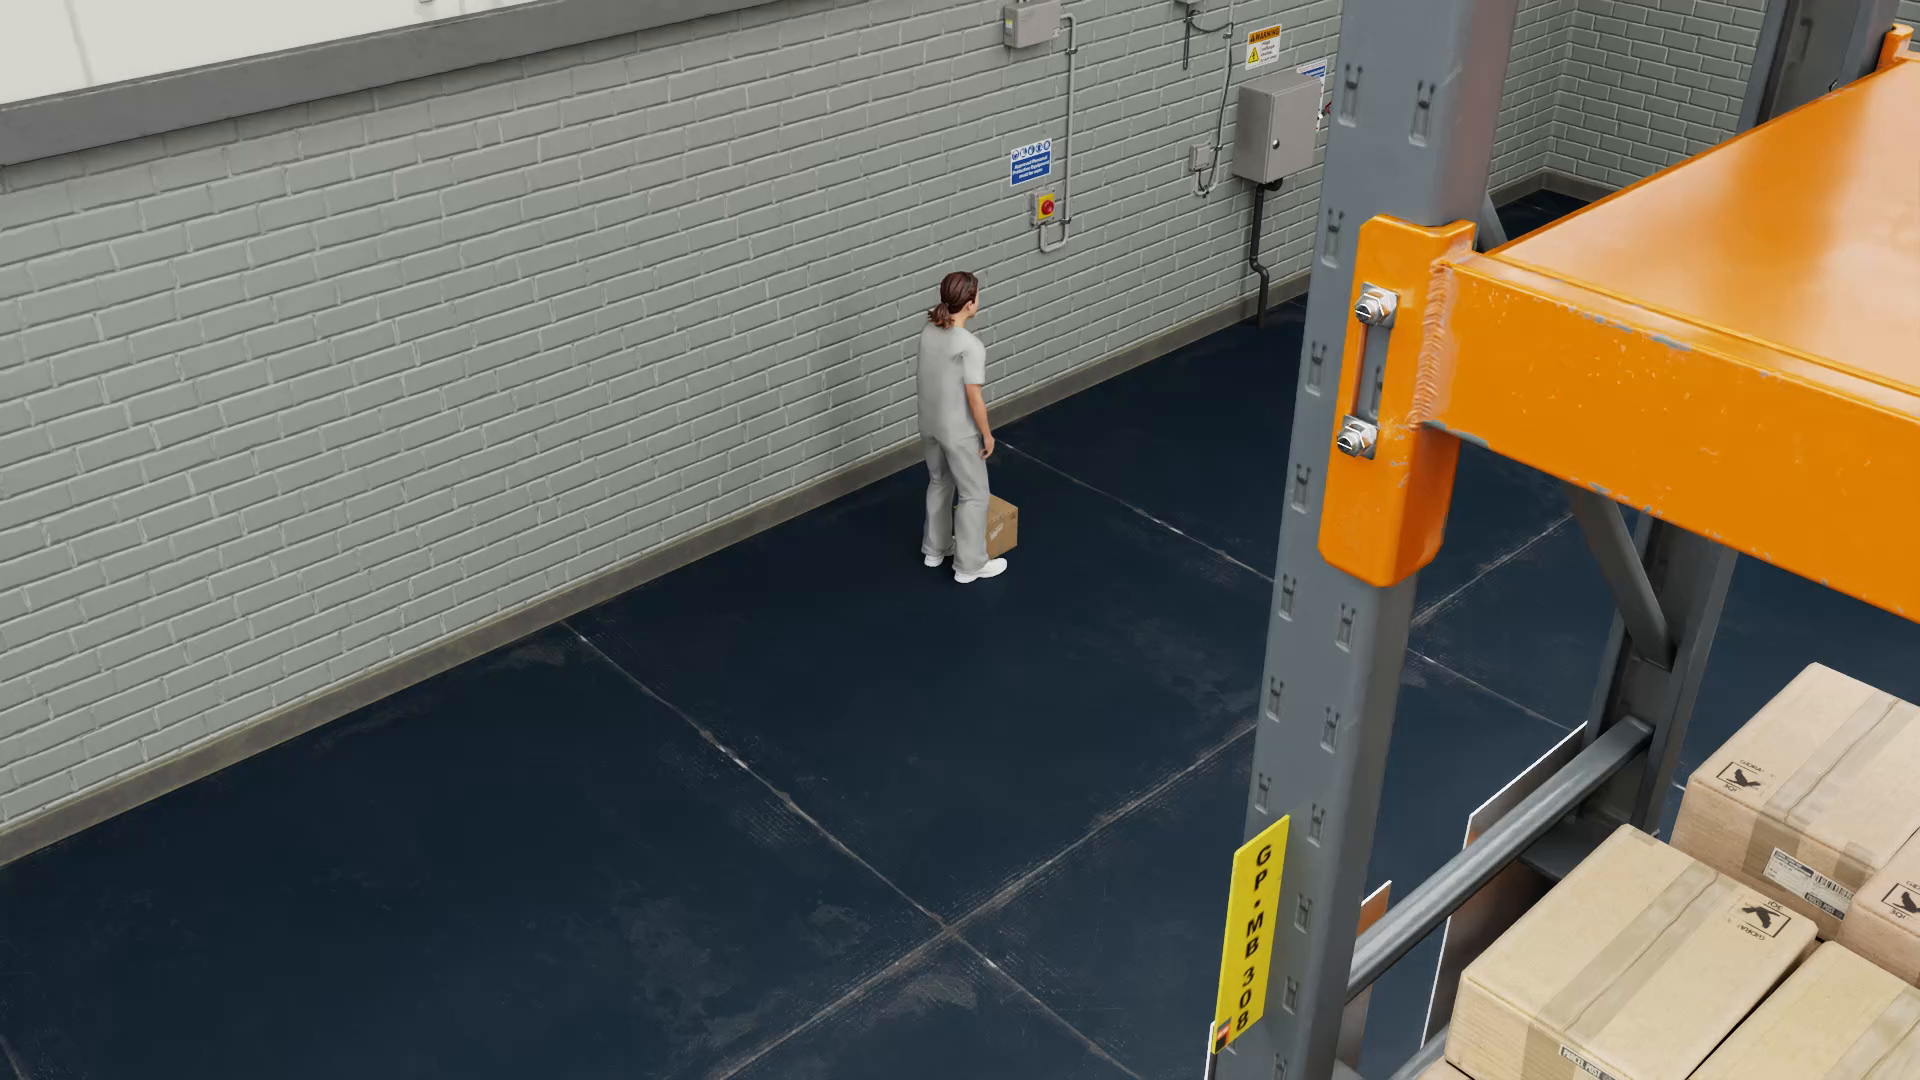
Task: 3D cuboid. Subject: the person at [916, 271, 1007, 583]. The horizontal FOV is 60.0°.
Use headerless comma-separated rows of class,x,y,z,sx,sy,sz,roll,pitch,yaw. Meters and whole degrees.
person,-0.025,-0.581,8.572,0.359,1.673,0.488,-26,40,-35
